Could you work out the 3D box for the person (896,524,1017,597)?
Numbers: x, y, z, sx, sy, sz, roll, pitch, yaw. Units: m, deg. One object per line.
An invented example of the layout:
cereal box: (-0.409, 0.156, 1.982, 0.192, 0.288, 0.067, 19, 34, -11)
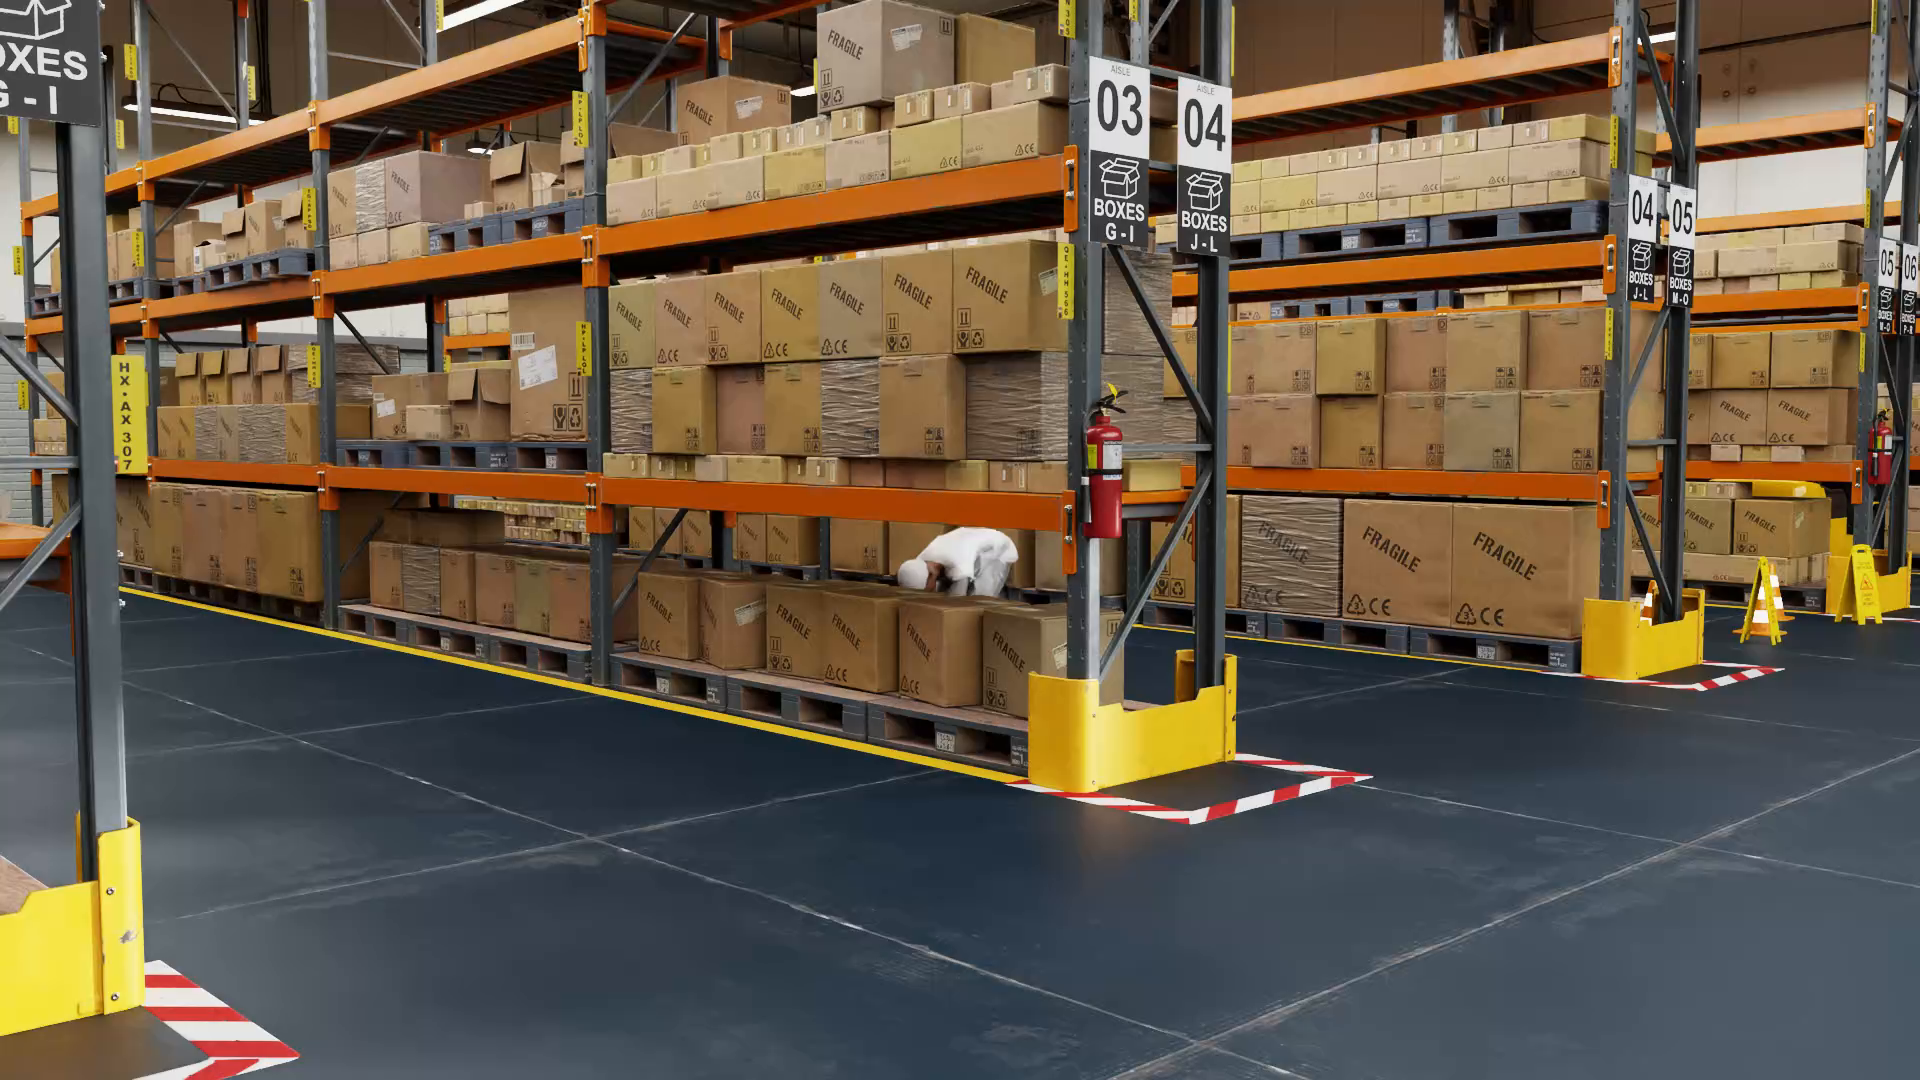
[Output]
person: (-0.044, 0.358, 10.951, 0.519, 1.013, 0.984, 4, 5, 43)
